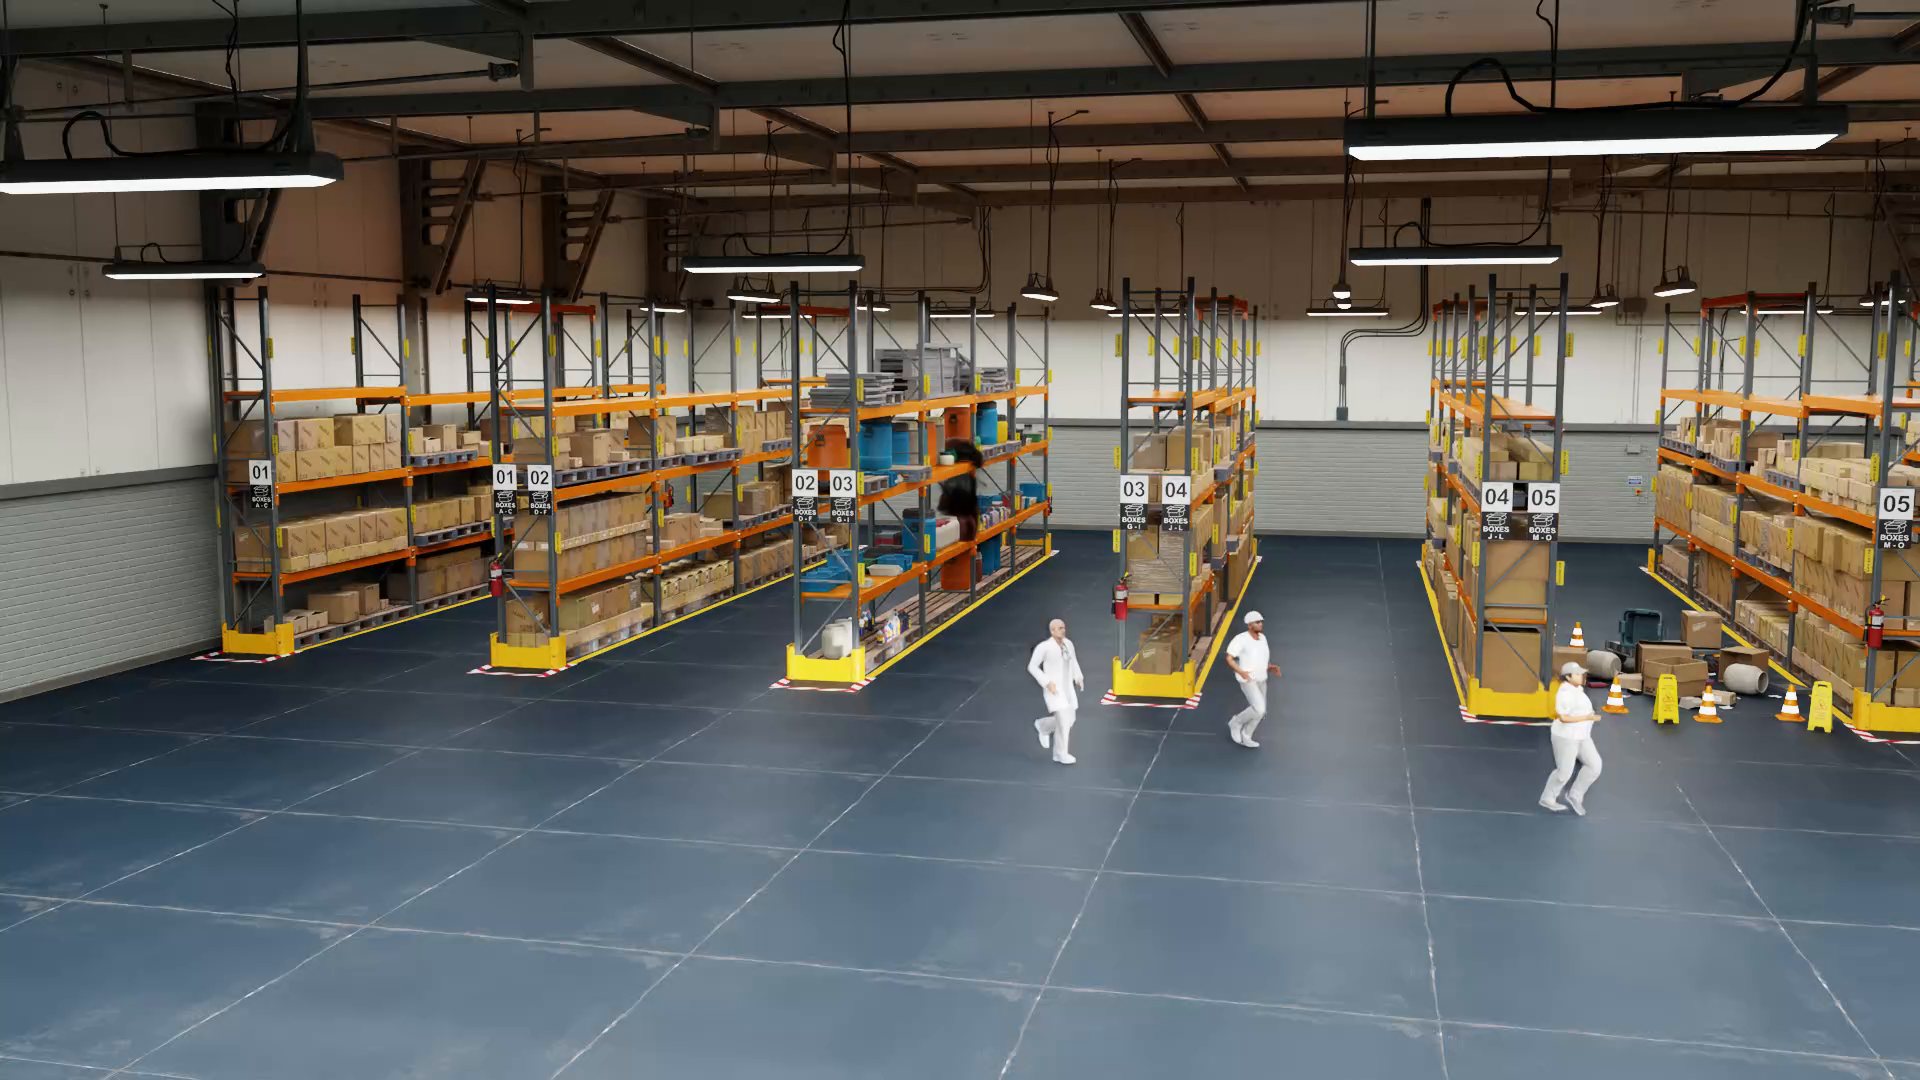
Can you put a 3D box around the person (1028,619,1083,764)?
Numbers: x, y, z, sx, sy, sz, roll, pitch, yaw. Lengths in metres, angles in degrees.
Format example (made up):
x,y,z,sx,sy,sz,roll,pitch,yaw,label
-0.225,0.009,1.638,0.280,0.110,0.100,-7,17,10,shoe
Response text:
x,y,z,sx,sy,sz,roll,pitch,yaw,label
1.145,1.817,20.242,0.752,1.733,0.774,-6,9,-41,person

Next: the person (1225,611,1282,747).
x,y,z,sx,sy,sz,roll,pitch,yaw,label
3.687,1.751,20.866,0.676,1.720,0.571,-6,9,-44,person

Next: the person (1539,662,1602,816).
x,y,z,sx,sy,sz,roll,pitch,yaw,label
6.586,2.148,17.843,0.586,1.695,0.661,-6,9,-44,person
